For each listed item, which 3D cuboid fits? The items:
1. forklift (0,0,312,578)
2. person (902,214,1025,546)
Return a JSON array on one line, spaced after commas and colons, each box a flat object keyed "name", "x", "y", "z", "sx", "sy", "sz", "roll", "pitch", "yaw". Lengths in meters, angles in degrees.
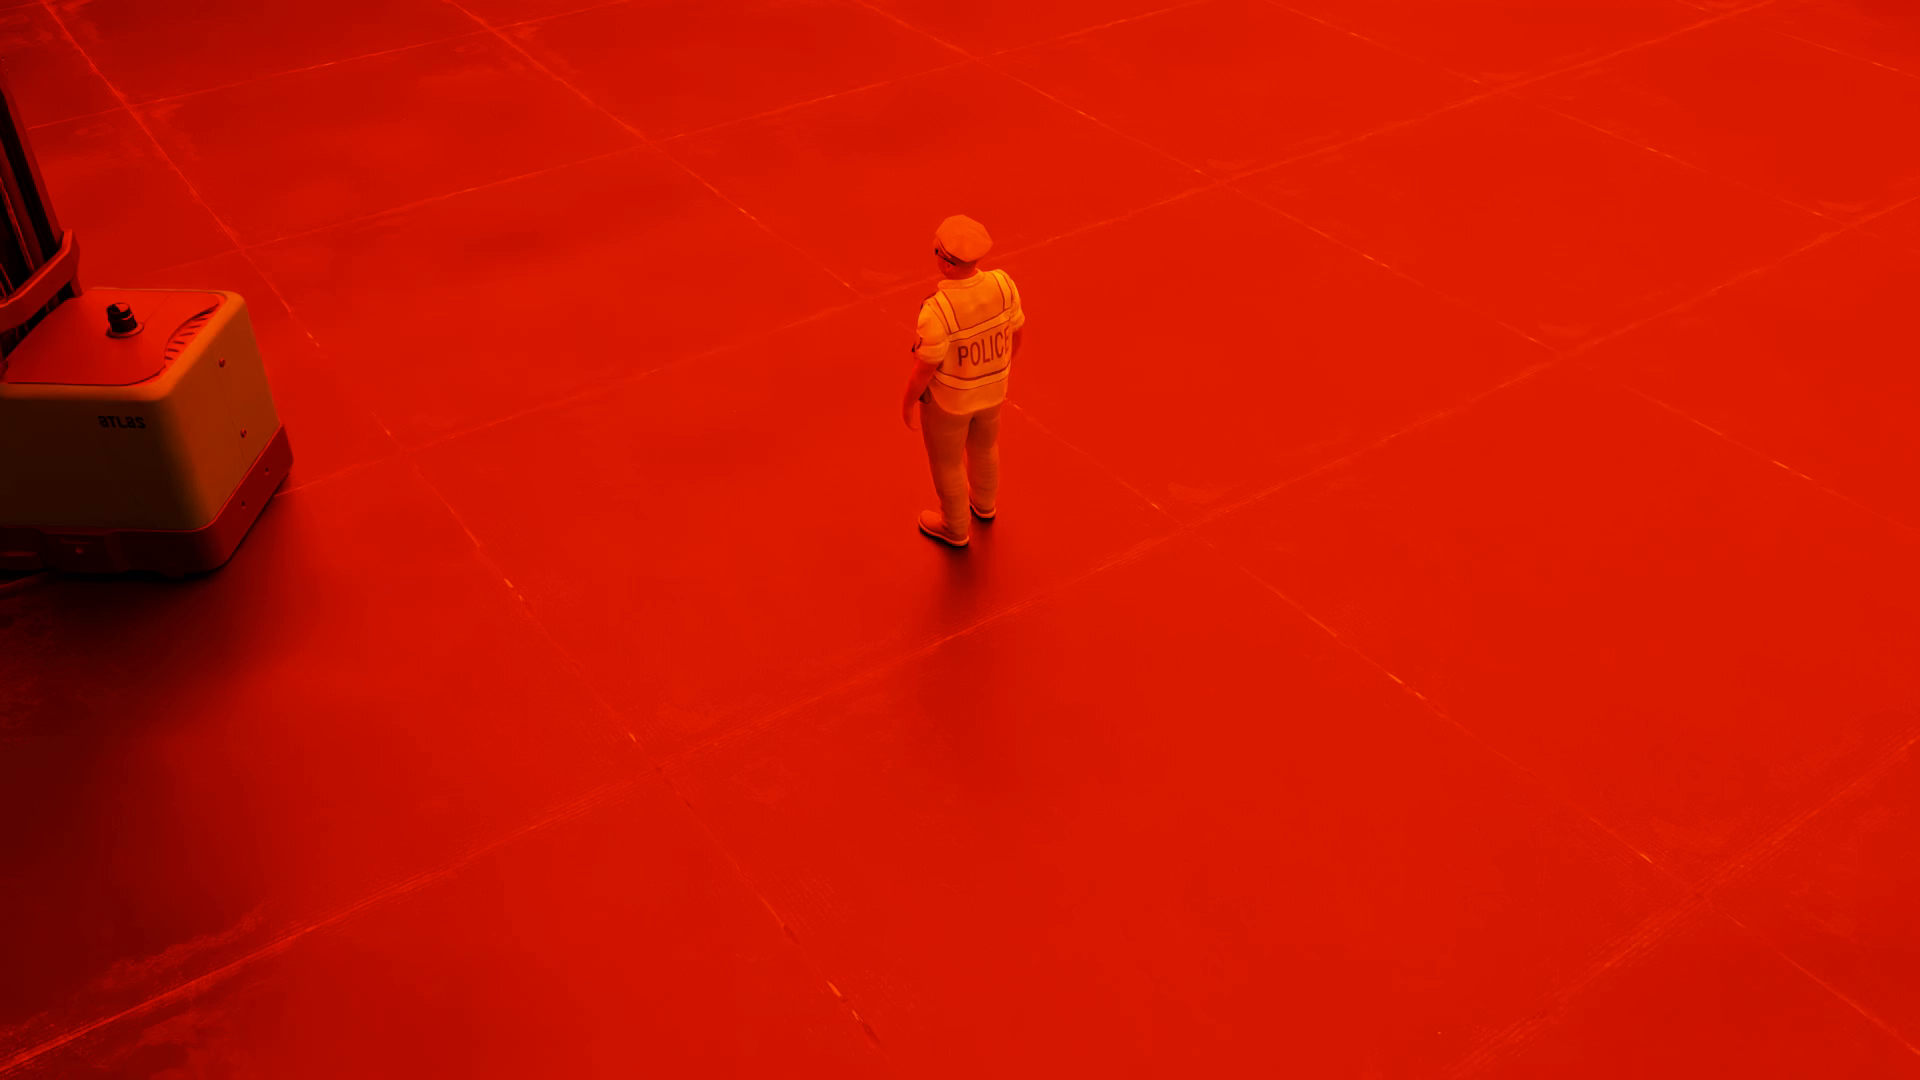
[{"name": "forklift", "x": -4.981, "y": -1.318, "z": 7.728, "sx": 3.031, "sy": 2.935, "sz": 1.130, "roll": 2, "pitch": 37, "yaw": 2}, {"name": "person", "x": -0.035, "y": -0.764, "z": 7.932, "sx": 0.640, "sy": 1.780, "sz": 0.575, "roll": -23, "pitch": 42, "yaw": -28}]
